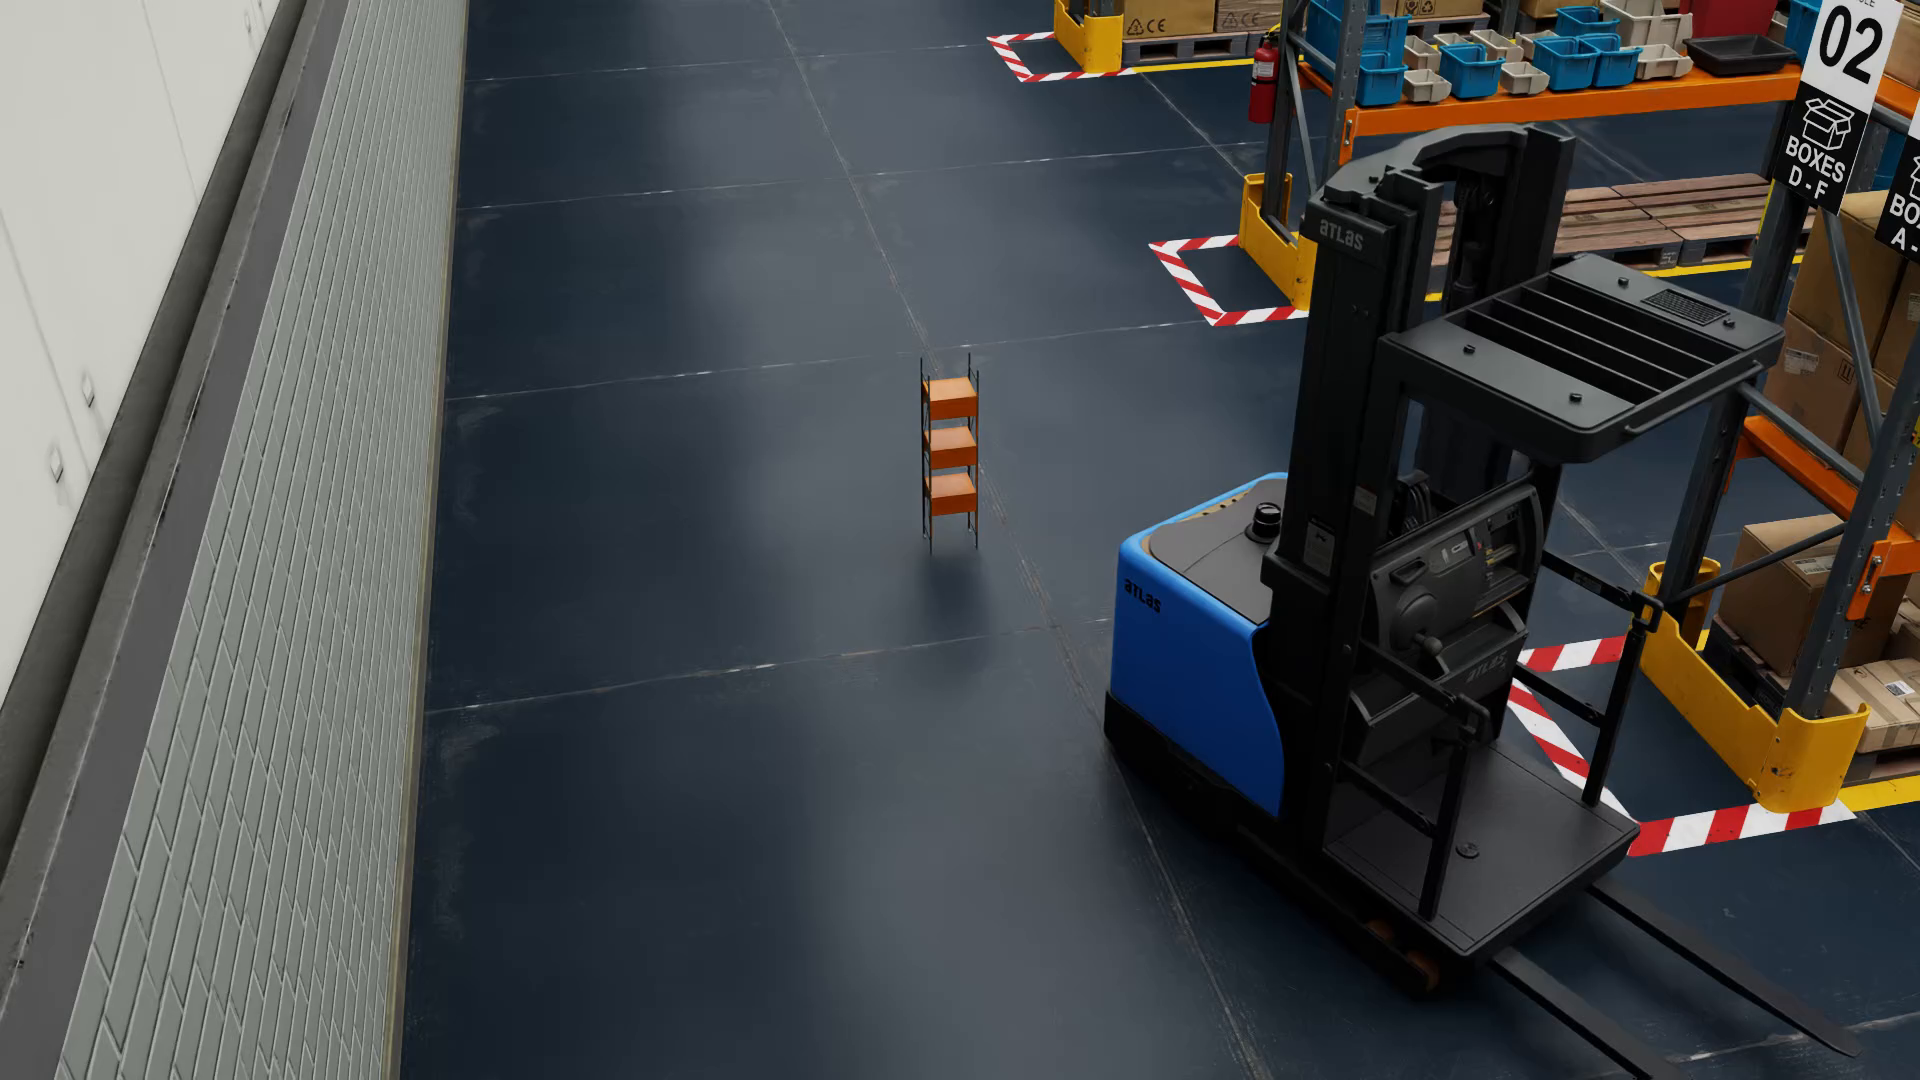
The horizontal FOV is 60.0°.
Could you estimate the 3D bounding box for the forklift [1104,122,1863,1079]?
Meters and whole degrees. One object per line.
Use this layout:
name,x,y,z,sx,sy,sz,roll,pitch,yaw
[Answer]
forklift,1.930,0.168,5.869,1.130,2.935,3.031,-23,40,-30

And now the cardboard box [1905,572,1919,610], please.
cardboard box,4.793,0.247,7.763,0.500,0.250,0.500,-7,35,-11

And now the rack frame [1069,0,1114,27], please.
rack frame,1.202,-5.795,14.694,0.127,3.000,1.000,-7,35,-11

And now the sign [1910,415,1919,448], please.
sign,3.504,-0.475,5.990,0.005,0.325,0.100,-7,35,-11

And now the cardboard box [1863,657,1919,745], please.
cardboard box,4.112,0.687,7.181,0.250,0.166,0.380,-7,35,-11

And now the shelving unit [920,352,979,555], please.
shelving unit,-0.052,-0.429,8.448,0.252,1.050,0.215,-7,35,-11

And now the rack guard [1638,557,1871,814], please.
rack guard,3.458,0.618,7.381,0.348,0.500,1.175,-7,35,-11

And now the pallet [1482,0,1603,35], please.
pallet,5.840,-5.265,16.406,1.213,0.211,1.003,-7,35,-11

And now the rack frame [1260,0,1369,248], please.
rack frame,2.295,-3.103,10.683,0.127,3.000,1.000,-7,35,-11

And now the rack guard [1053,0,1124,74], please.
rack guard,1.179,-4.755,15.386,0.348,0.500,1.175,-7,35,-11

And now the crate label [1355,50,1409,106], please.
crate label,2.608,-2.910,10.491,0.303,0.233,0.416,-7,35,-11

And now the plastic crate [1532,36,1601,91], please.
plastic crate,3.893,-3.072,10.733,0.300,0.233,0.416,-7,35,-11

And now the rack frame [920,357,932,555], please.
rack frame,-0.171,-0.414,8.425,0.008,1.050,0.200,-7,35,-11

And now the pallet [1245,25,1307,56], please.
pallet,3.152,-4.926,15.902,1.213,0.211,1.003,-7,35,-11

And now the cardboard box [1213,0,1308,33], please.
cardboard box,2.696,-5.322,15.518,0.875,0.875,0.875,-7,35,-11

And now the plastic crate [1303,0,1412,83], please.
plastic crate,2.580,-3.286,10.869,0.499,0.435,0.616,-7,35,-11

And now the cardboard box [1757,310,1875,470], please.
cardboard box,3.761,-0.655,6.945,0.500,0.500,0.500,-6,34,-9

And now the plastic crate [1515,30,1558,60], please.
plastic crate,3.887,-3.339,11.217,0.250,0.136,0.298,-7,35,-11

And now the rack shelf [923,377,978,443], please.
rack shelf,-0.052,-0.656,8.295,0.240,0.259,0.215,-7,35,-11

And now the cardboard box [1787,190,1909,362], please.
cardboard box,3.757,-1.072,6.668,0.500,0.500,0.500,-7,35,-11

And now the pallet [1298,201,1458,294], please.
pallet,3.108,-2.026,11.579,1.213,0.211,1.003,-7,35,-11

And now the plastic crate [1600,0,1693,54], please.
plastic crate,4.666,-3.483,11.301,0.530,0.282,0.437,-7,35,-11

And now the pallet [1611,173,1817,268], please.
pallet,5.488,-2.326,12.026,1.213,0.211,1.003,-7,35,-11

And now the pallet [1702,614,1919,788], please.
pallet,4.236,0.639,7.608,1.213,0.211,1.003,-7,35,-11

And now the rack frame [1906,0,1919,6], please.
rack frame,3.384,-2.902,4.999,0.127,3.000,1.000,-7,35,-11

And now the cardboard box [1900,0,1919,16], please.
cardboard box,3.829,-2.003,6.038,0.500,0.250,0.500,-7,35,-11

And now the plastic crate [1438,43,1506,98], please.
plastic crate,3.250,-2.991,10.612,0.300,0.233,0.416,-7,35,-11

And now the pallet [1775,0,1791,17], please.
pallet,8.220,-5.565,16.853,1.213,0.211,1.003,-7,35,-11

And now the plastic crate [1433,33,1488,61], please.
plastic crate,3.336,-3.245,11.077,0.243,0.136,0.396,-7,35,-11

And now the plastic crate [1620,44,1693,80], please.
plastic crate,4.564,-3.133,10.910,0.466,0.136,0.293,-7,35,-11

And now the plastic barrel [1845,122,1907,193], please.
plastic barrel,6.731,-2.956,11.969,0.708,0.901,0.600,-7,35,-11

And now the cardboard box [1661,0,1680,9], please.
cardboard box,6.595,-5.779,16.200,0.875,0.875,1.225,-8,35,-12

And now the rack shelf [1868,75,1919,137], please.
rack shelf,5.335,-1.604,6.401,4.000,0.370,1.077,-7,35,-11

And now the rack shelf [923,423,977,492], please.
rack shelf,-0.052,-0.421,8.454,0.240,0.259,0.215,-7,35,-11

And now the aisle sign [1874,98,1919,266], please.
aisle sign,3.382,-1.322,5.696,0.004,0.787,0.394,-7,35,-11

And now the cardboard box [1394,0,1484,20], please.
cardboard box,4.442,-5.542,15.846,0.875,0.875,0.875,-7,35,-11

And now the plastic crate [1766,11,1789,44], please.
plastic crate,5.711,-3.531,11.503,0.243,0.136,0.396,-7,35,-11

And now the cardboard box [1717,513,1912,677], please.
cardboard box,3.860,0.244,7.543,0.500,0.500,0.500,-7,35,-11
